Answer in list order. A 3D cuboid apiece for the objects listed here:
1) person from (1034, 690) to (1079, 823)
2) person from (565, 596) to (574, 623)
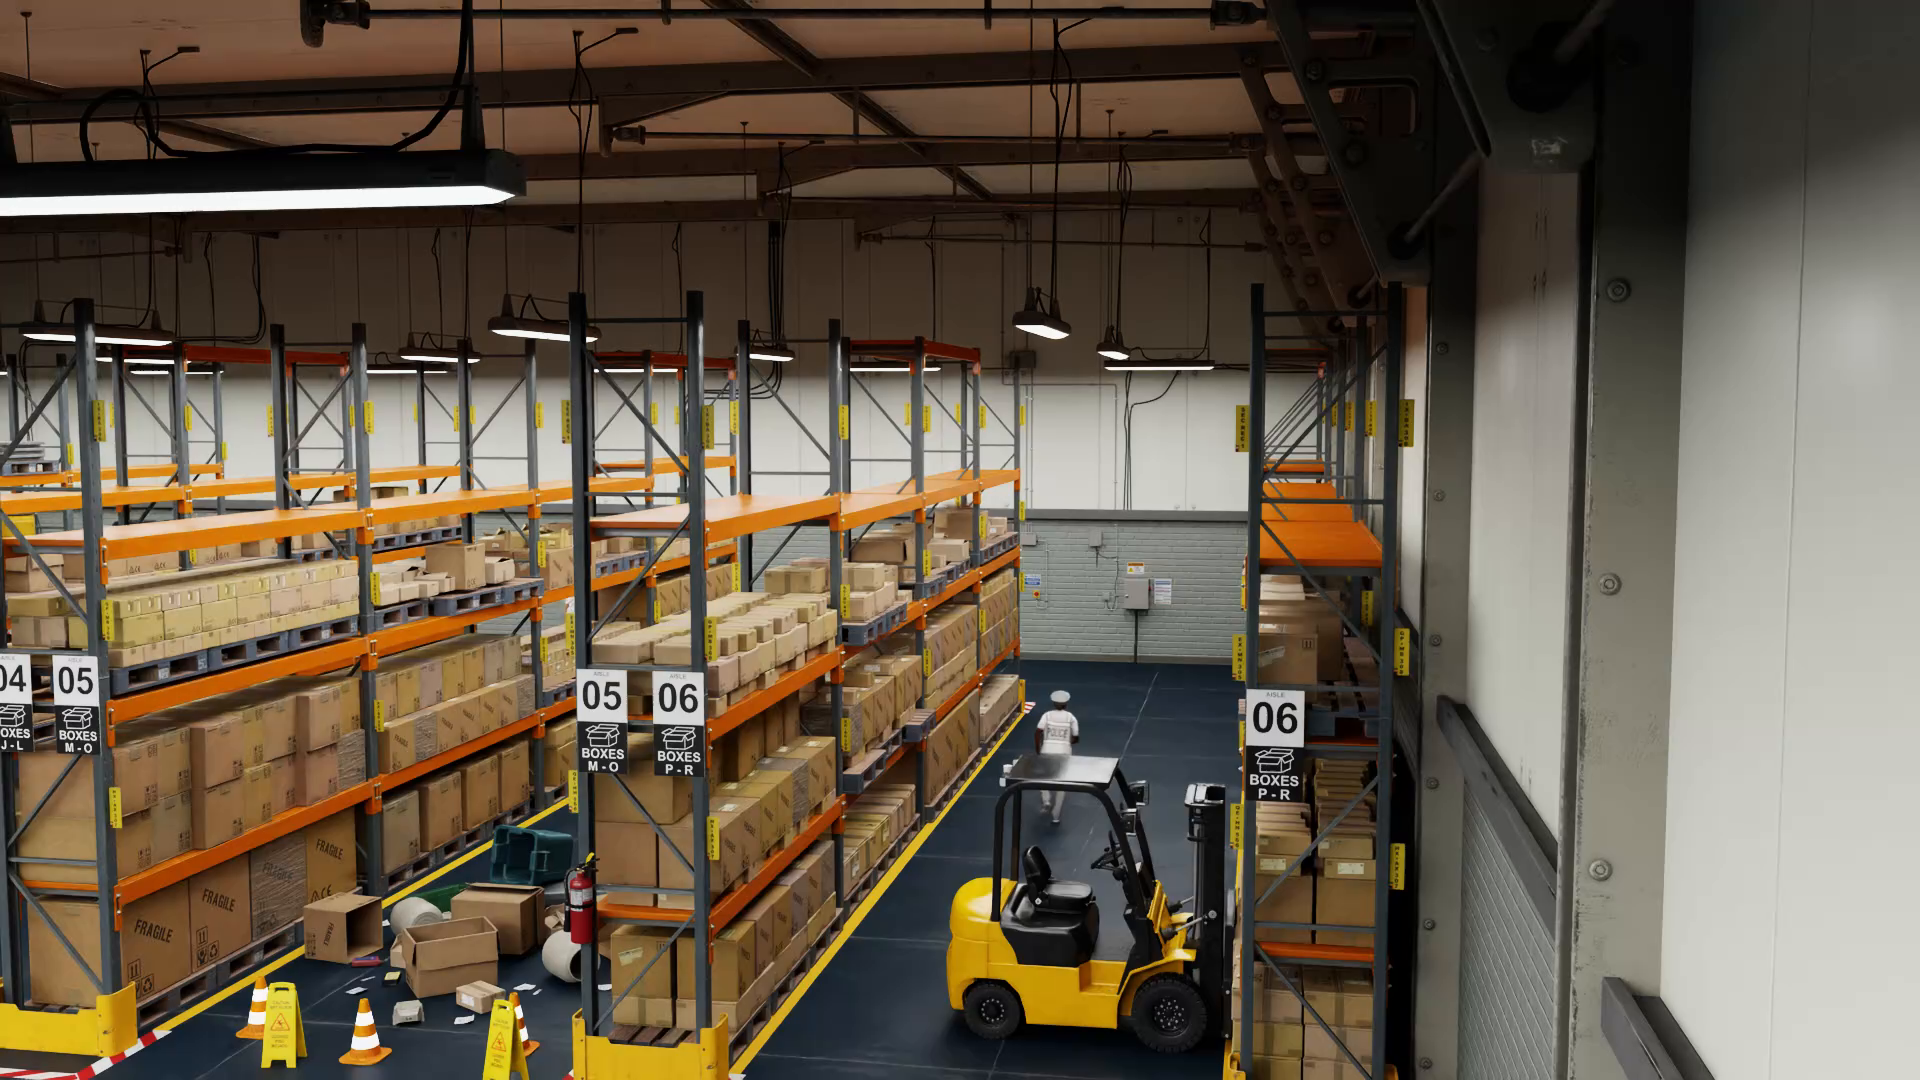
[{"bbox_3d":[1.213,2.705,20.907,0.553,1.577,0.731,1,5,11],"label":"person"},{"bbox_3d":[-7.965,1.571,34.423,0.866,1.627,0.486,3,5,31],"label":"person"}]
